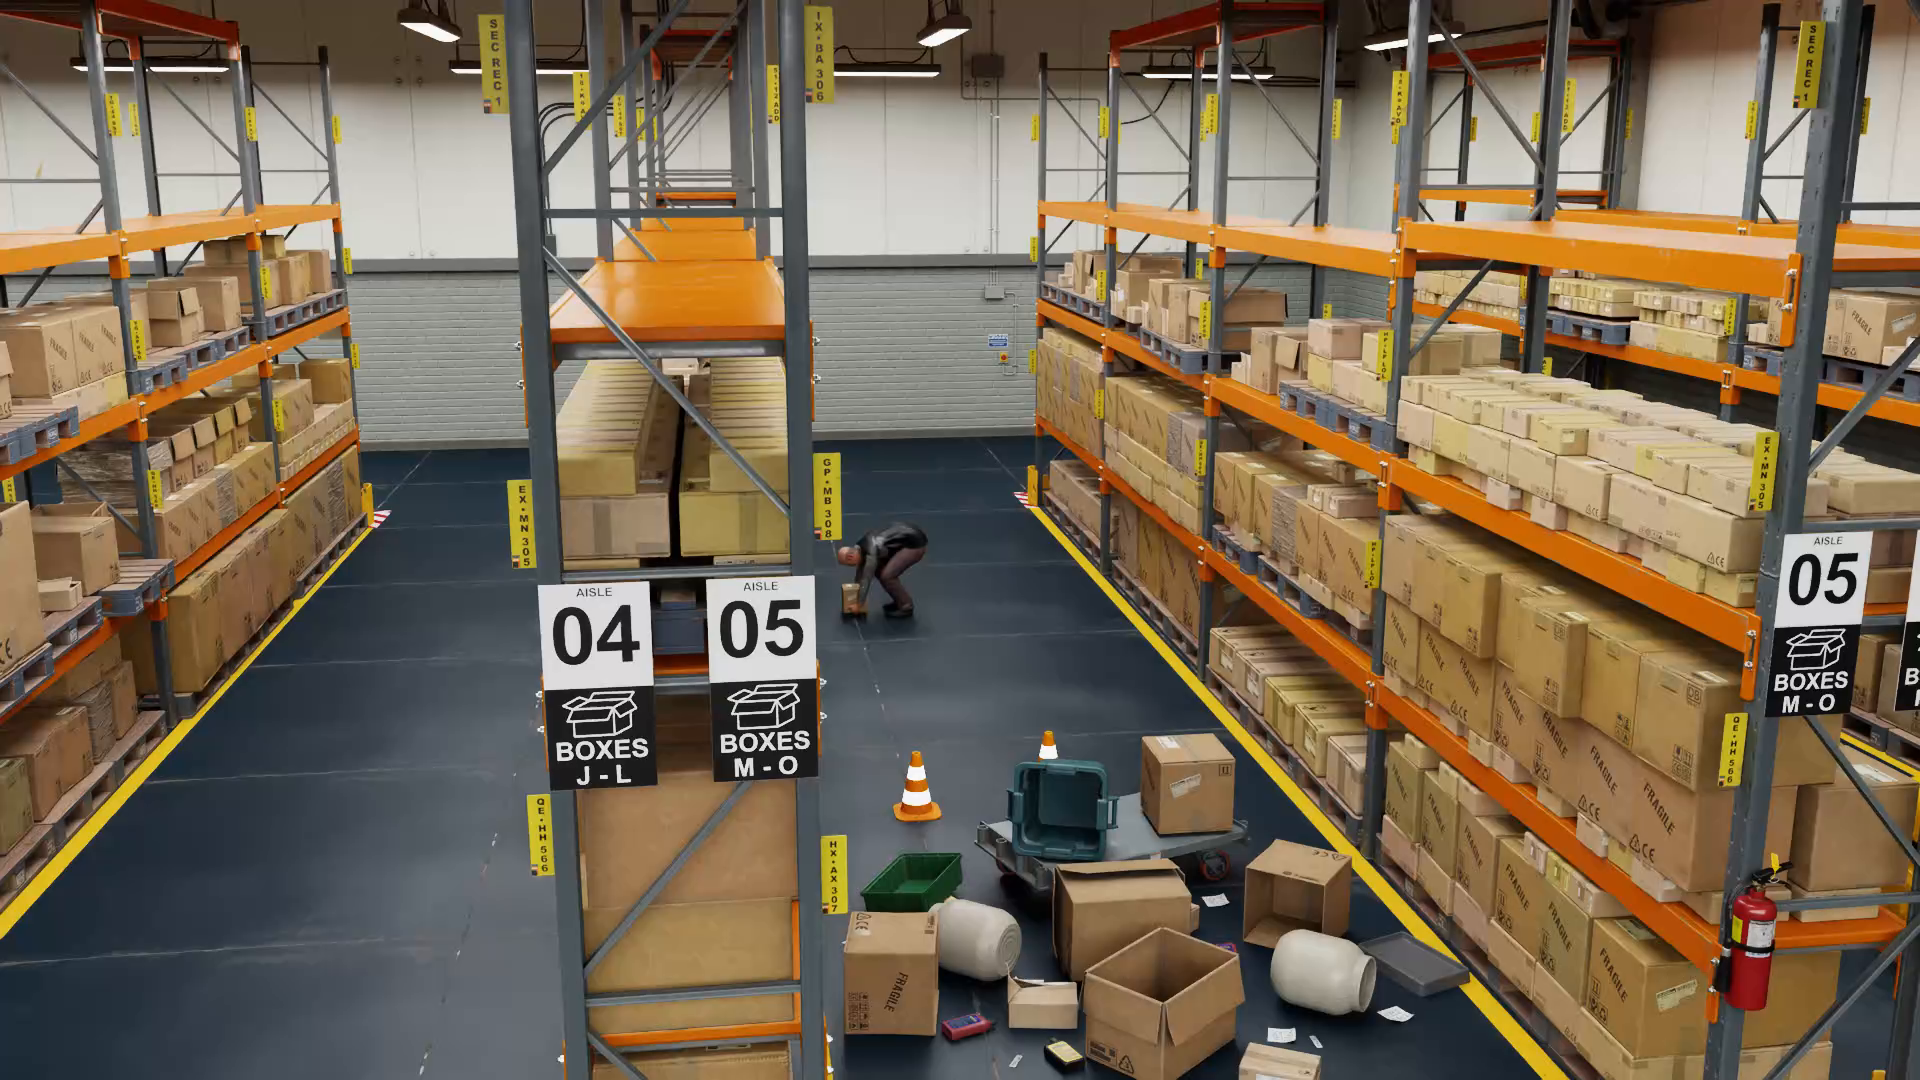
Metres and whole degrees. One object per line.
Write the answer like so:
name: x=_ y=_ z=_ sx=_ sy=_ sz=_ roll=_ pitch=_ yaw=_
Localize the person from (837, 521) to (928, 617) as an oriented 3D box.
person: x=-0.809 y=0.312 z=17.396 sx=0.944 sy=0.951 sz=0.512 roll=-3 pitch=13 yaw=-11
